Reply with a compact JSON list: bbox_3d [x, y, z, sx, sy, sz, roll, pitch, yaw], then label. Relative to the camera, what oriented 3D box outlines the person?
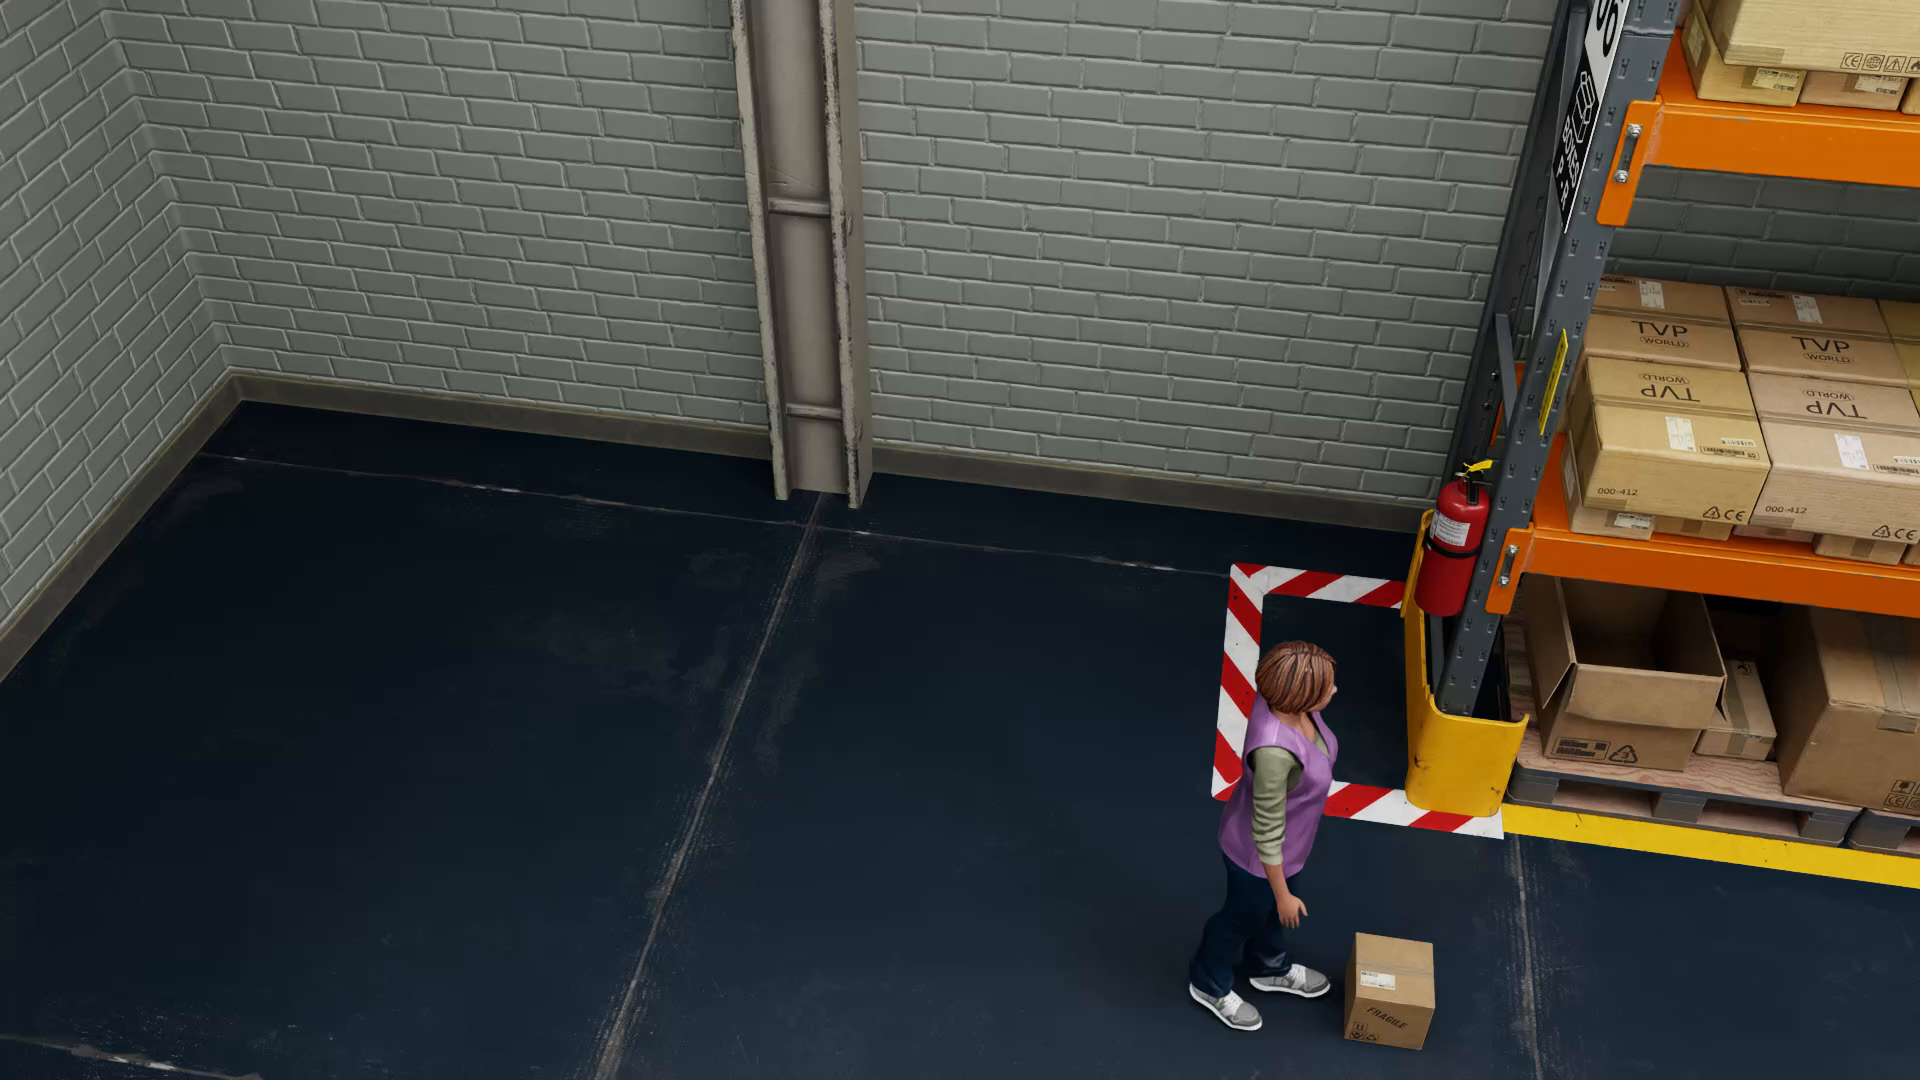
[{"bbox_3d":[0.990,0.941,5.066,0.464,1.606,0.480,13,43,15],"label":"person"}]
